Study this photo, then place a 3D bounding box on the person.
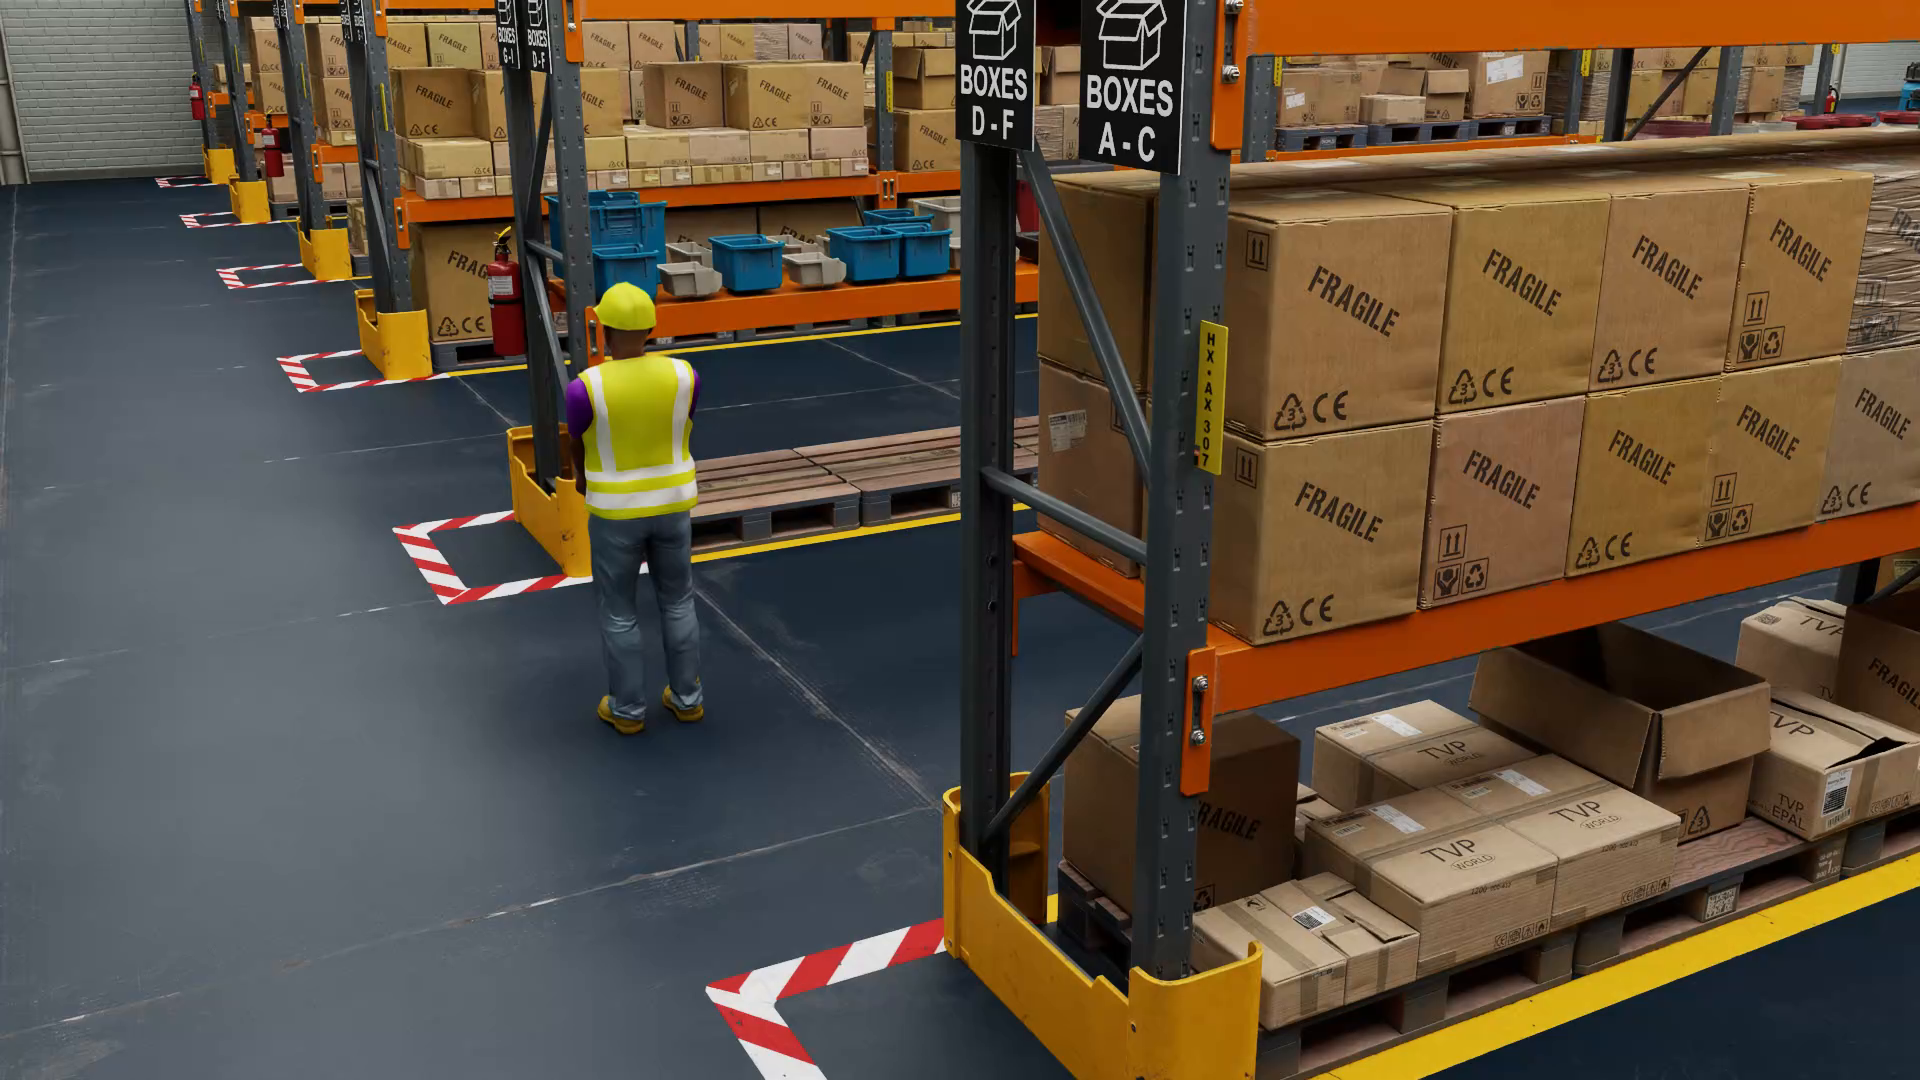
[{"bbox_3d":[4.905,-1.563,10.744,15.637,1.761,2.927,-9,20,-26],"label":"person"}]
